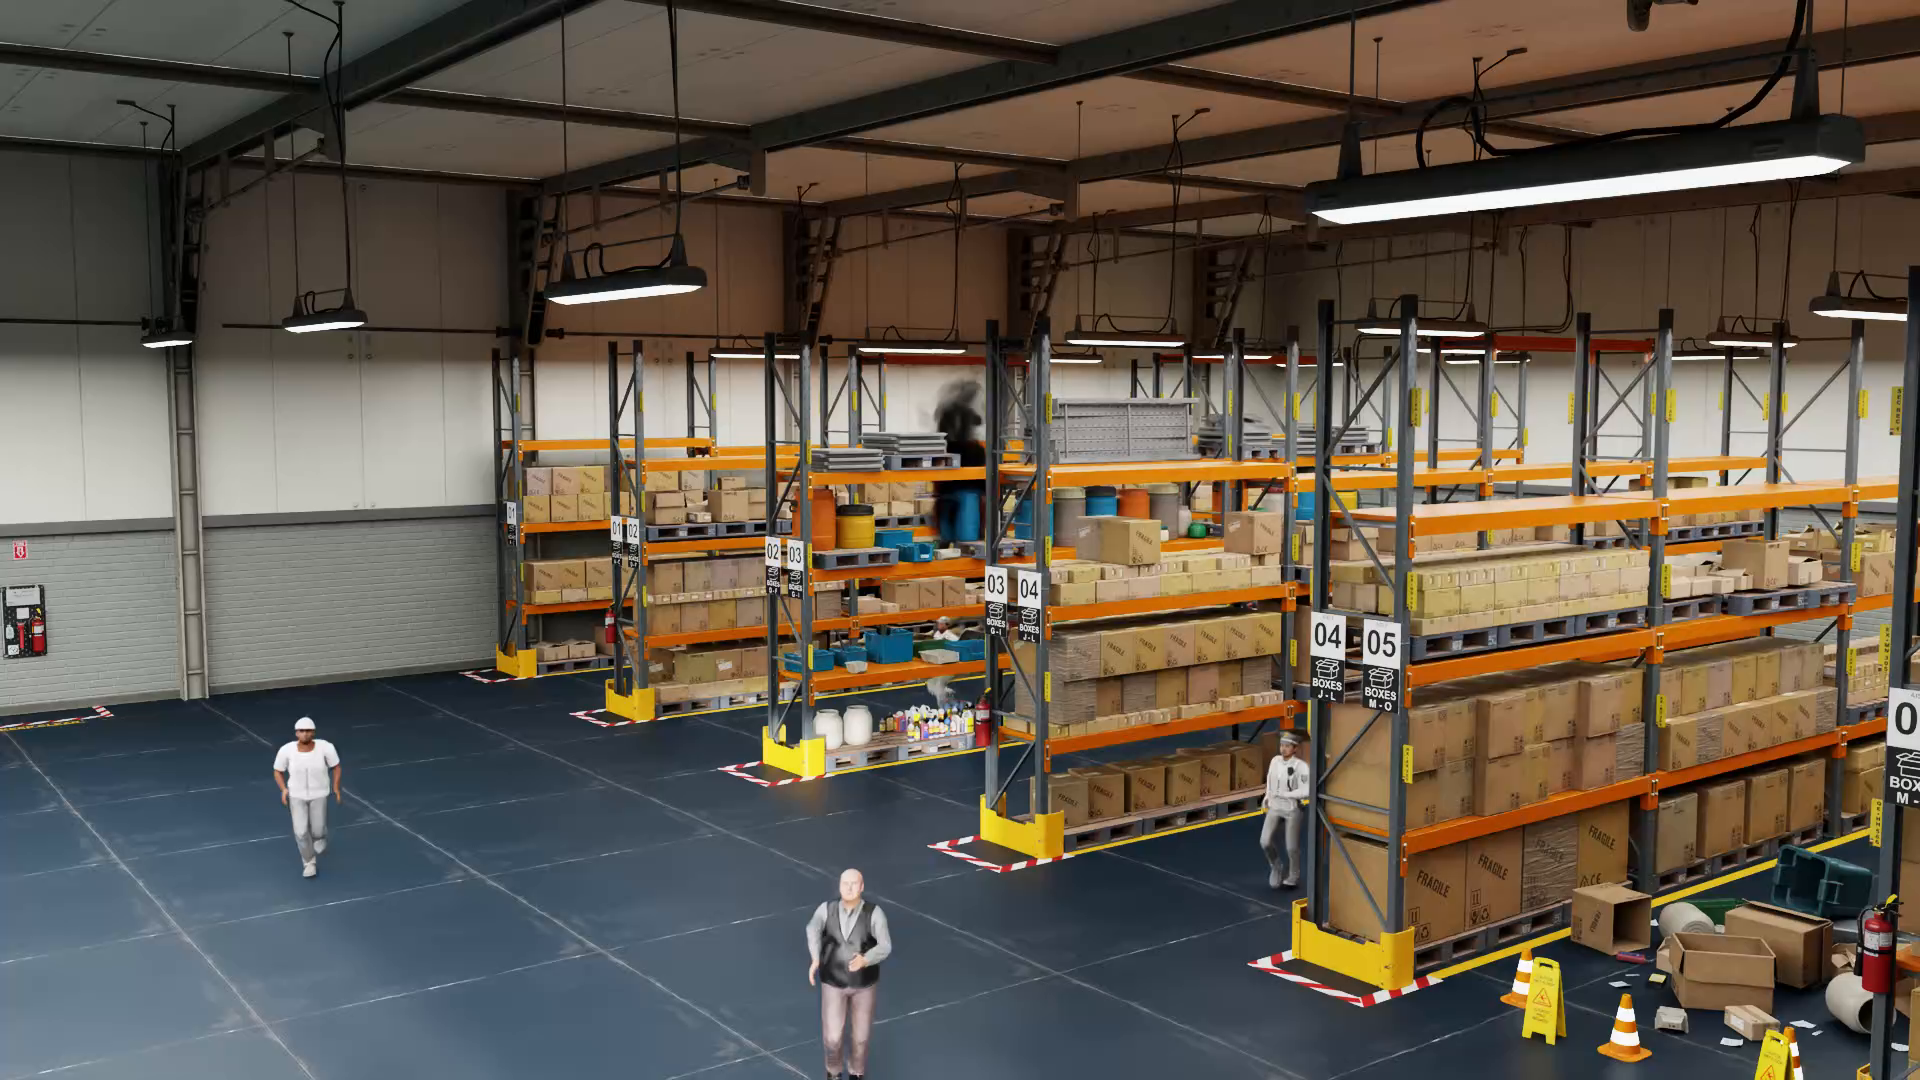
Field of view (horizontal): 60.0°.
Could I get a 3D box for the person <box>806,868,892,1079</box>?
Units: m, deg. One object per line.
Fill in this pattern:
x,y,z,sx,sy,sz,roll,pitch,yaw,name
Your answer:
-0.813,3.248,12.105,0.637,1.700,0.670,0,5,-2,person

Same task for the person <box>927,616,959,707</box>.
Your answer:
-0.247,2.018,26.655,0.566,1.619,0.608,-5,7,-44,person

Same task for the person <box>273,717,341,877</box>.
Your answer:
-7.038,2.745,17.946,0.682,1.710,0.573,-2,5,-19,person

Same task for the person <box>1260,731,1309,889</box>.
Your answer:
3.351,2.805,17.233,0.582,1.672,0.647,4,6,36,person
